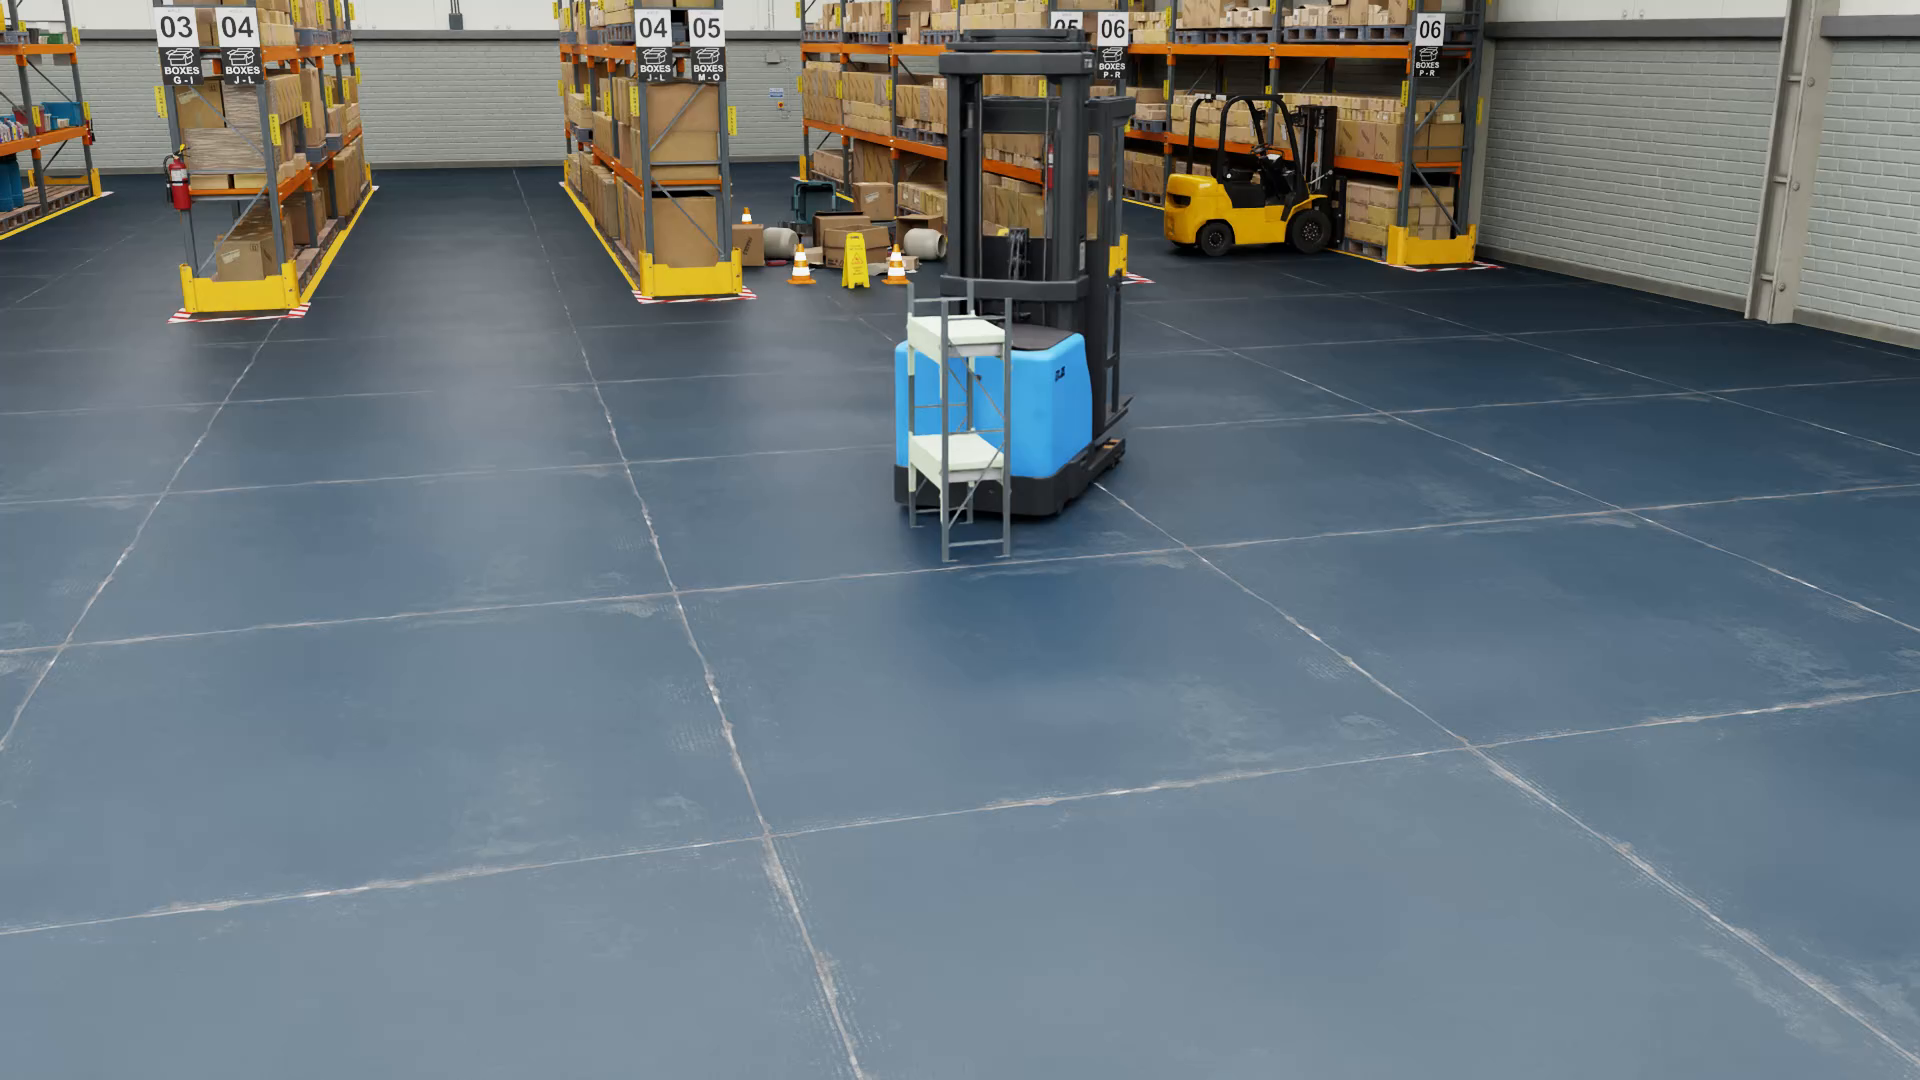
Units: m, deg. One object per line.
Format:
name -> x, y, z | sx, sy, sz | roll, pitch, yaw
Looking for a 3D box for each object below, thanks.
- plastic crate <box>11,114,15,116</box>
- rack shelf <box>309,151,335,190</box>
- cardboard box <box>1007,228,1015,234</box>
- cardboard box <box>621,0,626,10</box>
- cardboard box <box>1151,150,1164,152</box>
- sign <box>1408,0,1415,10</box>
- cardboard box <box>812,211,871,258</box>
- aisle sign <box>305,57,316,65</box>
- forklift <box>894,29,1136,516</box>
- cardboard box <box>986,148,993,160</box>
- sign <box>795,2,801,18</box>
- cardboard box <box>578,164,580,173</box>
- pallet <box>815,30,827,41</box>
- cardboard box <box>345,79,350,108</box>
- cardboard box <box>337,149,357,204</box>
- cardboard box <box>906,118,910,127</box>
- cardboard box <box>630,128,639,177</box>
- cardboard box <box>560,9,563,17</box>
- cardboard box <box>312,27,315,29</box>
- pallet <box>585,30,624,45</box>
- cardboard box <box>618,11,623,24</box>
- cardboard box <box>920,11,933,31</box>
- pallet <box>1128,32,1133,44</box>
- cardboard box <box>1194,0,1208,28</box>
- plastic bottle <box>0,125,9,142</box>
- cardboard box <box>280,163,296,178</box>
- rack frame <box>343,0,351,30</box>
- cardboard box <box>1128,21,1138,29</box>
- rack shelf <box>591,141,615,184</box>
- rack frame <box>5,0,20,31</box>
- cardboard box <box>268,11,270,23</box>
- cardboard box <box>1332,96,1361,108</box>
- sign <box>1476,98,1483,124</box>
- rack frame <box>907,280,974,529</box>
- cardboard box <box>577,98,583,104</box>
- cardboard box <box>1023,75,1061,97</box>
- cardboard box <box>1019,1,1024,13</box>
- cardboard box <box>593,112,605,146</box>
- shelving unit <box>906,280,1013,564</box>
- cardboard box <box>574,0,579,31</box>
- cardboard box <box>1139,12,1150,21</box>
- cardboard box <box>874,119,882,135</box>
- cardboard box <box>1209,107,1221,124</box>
plastic crate -> -17.205, -7.711, 30.596 | 0.416, 0.233, 0.300 | -5, 17, -15
rack shelf -> -9.626, -5.320, 23.699 | 1.077, 0.370, 4.000 | -5, 17, -15
cardboard box -> 0.935, -4.019, 22.167 | 0.500, 0.250, 0.500 | -5, 17, -15
cardboard box -> -3.721, -6.377, 19.594 | 0.500, 0.250, 0.500 | -5, 17, -15
cardboard box -> 3.840, -7.310, 31.560 | 0.380, 0.149, 0.250 | -5, 18, -17
sign -> 5.797, -6.965, 21.311 | 0.100, 0.325, 0.005 | -5, 17, -15
cardboard box -> -1.631, -4.202, 22.829 | 0.797, 0.637, 0.503 | -5, 17, -15
aisle sign -> -12.683, -9.672, 32.418 | 0.394, 0.787, 0.004 | -5, 17, -15
forklift -> 0.537, -1.935, 11.299 | 1.130, 2.935, 3.031 | 6, 18, 18
cardboard box -> 0.572, -5.307, 22.843 | 0.380, 0.149, 0.250 | -5, 17, -15
sign -> -3.381, -11.065, 34.703 | 0.100, 0.325, 0.005 | -5, 17, -15
cardboard box -> -6.935, -6.954, 31.081 | 0.380, 0.149, 0.250 | -4, 17, -15
pallet -> -2.293, -10.066, 33.188 | 1.003, 0.211, 1.213 | -5, 17, -15
cardboard box -> -11.289, -8.043, 29.956 | 0.500, 0.500, 0.500 | -5, 17, -15
cardboard box -> -10.834, -6.085, 27.959 | 1.225, 0.875, 0.875 | -5, 18, -17
cardboard box -> -0.661, -6.817, 27.140 | 0.380, 0.149, 0.250 | -6, 18, -19
cardboard box -> -3.498, -4.690, 20.092 | 0.875, 0.550, 0.550 | -5, 17, -15
cardboard box -> -7.584, -10.262, 32.387 | 0.380, 0.149, 0.250 | -4, 17, -14
cardboard box -> -9.660, -7.334, 24.201 | 0.500, 0.250, 0.500 | -5, 17, -15
pallet -> -5.151, -7.754, 25.666 | 1.213, 0.211, 1.003 | -4, 17, -13
cardboard box -> -3.947, -6.351, 20.200 | 0.380, 0.149, 0.250 | -5, 17, -15
cardboard box -> -0.201, -8.068, 26.202 | 0.797, 0.503, 0.637 | -5, 17, -15
pallet -> 3.424, -9.375, 31.061 | 1.213, 0.211, 1.003 | -5, 17, -15
cardboard box -> 4.324, -8.777, 27.665 | 0.700, 0.500, 0.500 | -5, 17, -16
plastic bottle -> -15.342, -6.512, 26.632 | 0.152, 0.276, 0.135 | -5, 17, -15
cardboard box -> -8.146, -4.405, 19.839 | 0.380, 0.149, 0.250 | -5, 17, -15
rack frame -> -12.375, -11.304, 31.941 | 1.000, 3.000, 0.127 | -5, 17, -15
cardboard box -> 3.171, -9.529, 30.780 | 0.380, 0.149, 0.250 | -4, 17, -14
rack shelf -> -4.830, -5.684, 24.912 | 1.077, 0.370, 4.000 | -5, 17, -15
rack frame -> -16.038, -9.806, 26.954 | 1.000, 3.000, 0.127 | -5, 17, -15
cardboard box -> -8.156, -6.017, 19.124 | 0.380, 0.149, 0.250 | -6, 18, -18
cardboard box -> 5.541, -6.260, 23.760 | 0.380, 0.149, 0.250 | -5, 17, -15
sign -> 6.858, -5.677, 21.993 | 0.100, 0.325, 0.005 | -5, 17, -15
rack frame -> -0.114, -0.804, 10.023 | 0.400, 1.500, 0.023 | -5, 17, -16
cardboard box -> -6.094, -7.189, 27.344 | 0.380, 0.149, 0.250 | -4, 17, -14
cardboard box -> 1.201, -5.582, 20.891 | 0.700, 0.500, 0.500 | -5, 17, -17
cardboard box -> 0.972, -6.843, 21.355 | 0.380, 0.149, 0.250 | -5, 17, -15
cardboard box -> -5.373, -6.344, 25.683 | 0.500, 0.500, 0.500 | -5, 17, -16
shelving unit -> -0.012, -0.703, 9.687 | 0.431, 1.500, 0.755 | -5, 17, -16
cardboard box -> -6.180, -8.938, 28.369 | 0.797, 0.503, 0.637 | -5, 17, -16
cardboard box -> 3.460, -9.454, 30.047 | 0.380, 0.149, 0.250 | -5, 17, -16
cardboard box -> -1.192, -7.189, 28.931 | 0.500, 0.250, 0.500 | -4, 17, -14
cardboard box -> 4.439, -6.996, 27.420 | 0.500, 0.250, 0.500 | -4, 17, -14
